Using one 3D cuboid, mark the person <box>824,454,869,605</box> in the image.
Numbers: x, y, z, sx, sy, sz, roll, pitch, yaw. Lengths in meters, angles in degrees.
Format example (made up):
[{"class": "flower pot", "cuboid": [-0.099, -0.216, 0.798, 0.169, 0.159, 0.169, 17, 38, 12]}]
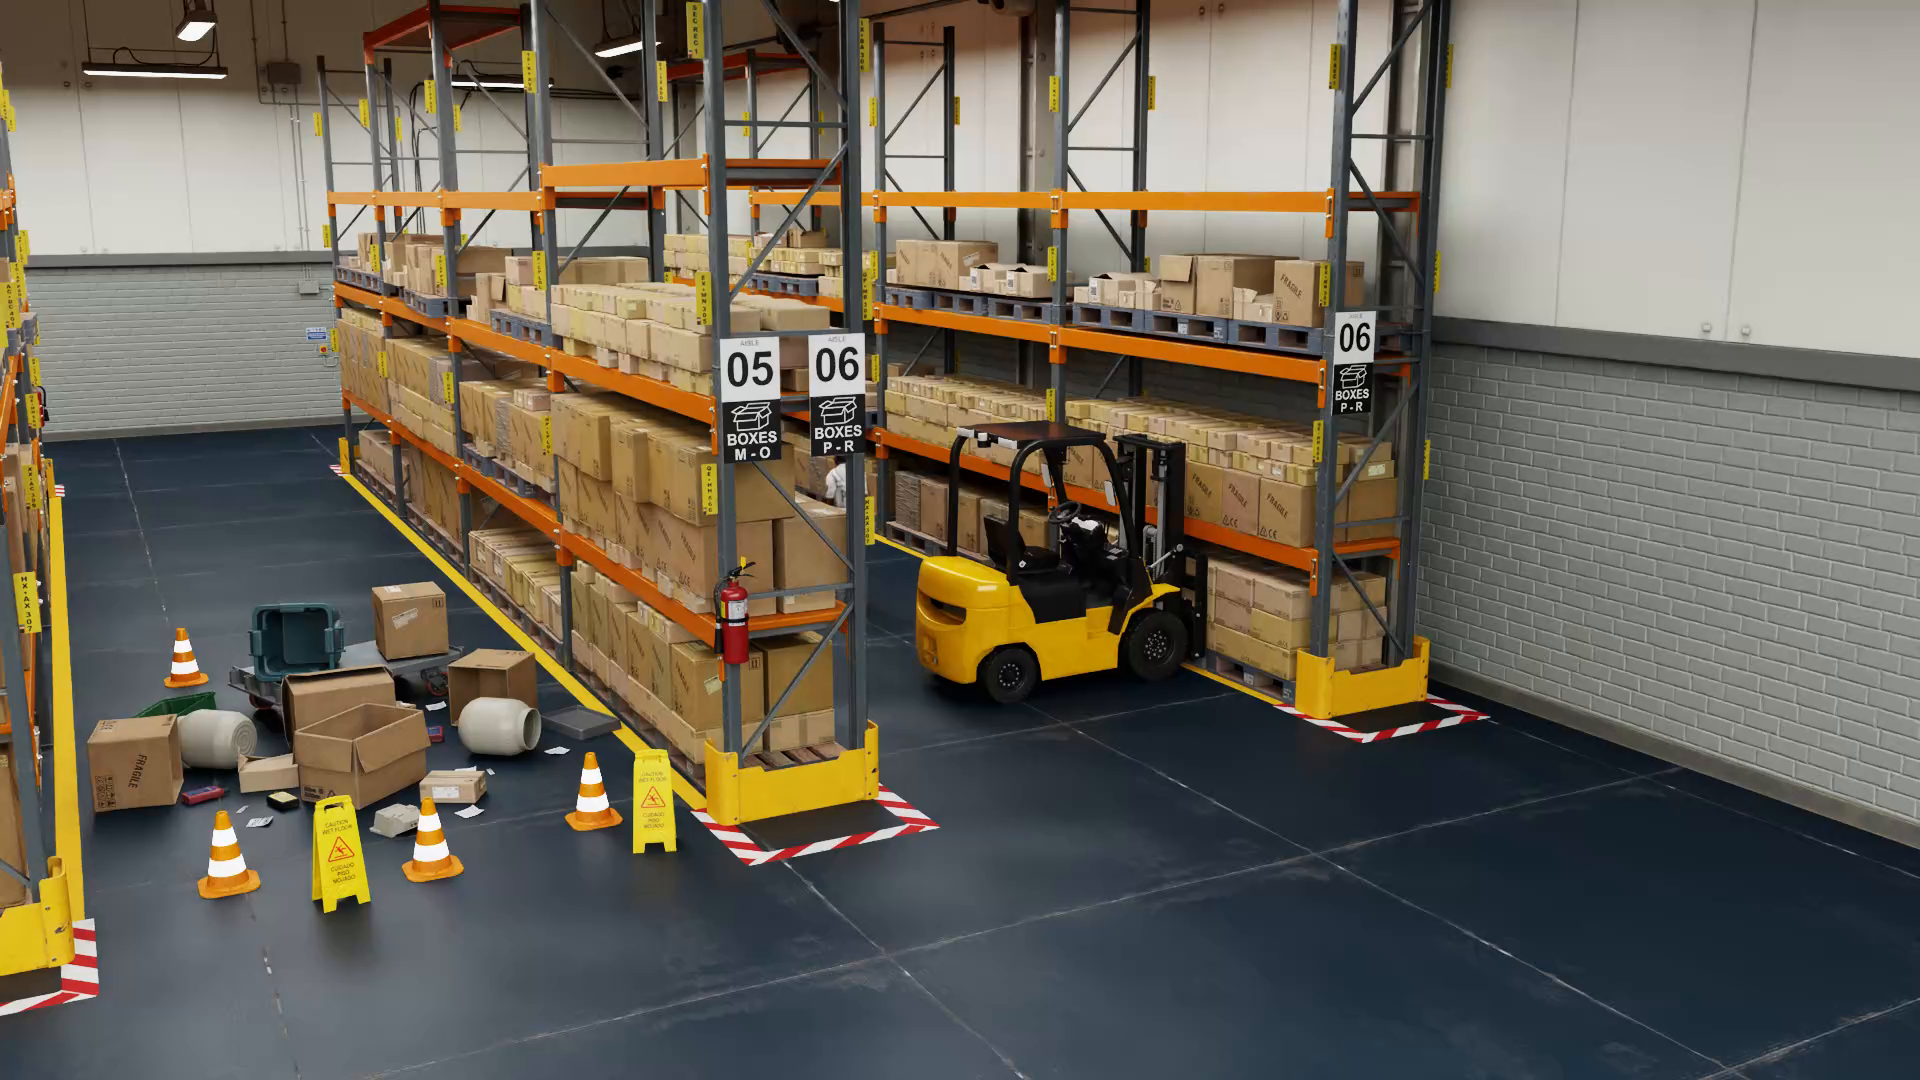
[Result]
[{"class": "person", "cuboid": [-1.146, -0.150, 16.679, 0.520, 1.657, 0.427, -7, 14, -31]}]
